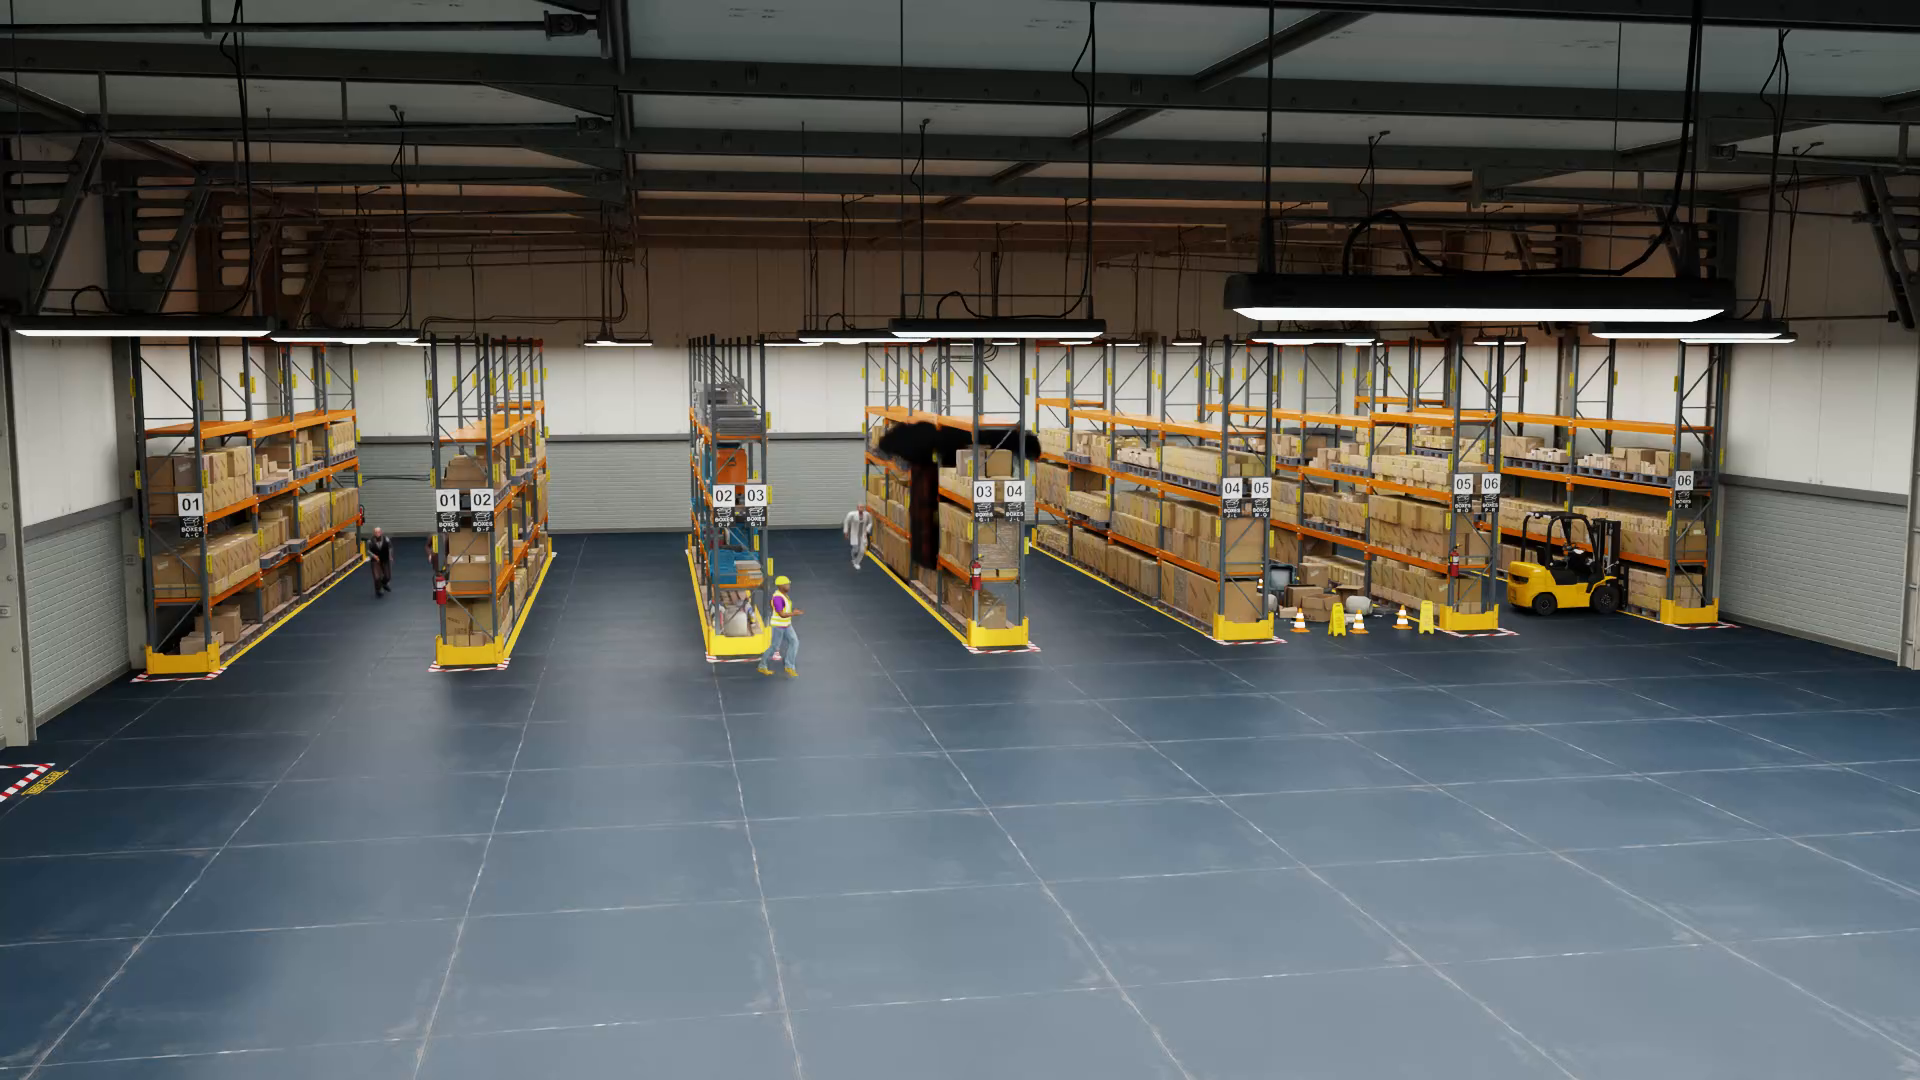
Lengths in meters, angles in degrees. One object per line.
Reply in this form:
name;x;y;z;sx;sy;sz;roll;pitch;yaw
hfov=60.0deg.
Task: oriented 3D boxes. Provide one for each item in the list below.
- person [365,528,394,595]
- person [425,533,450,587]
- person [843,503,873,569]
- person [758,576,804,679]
person;-13.497;0.500;38.676;0.645;1.612;0.758;-3;7;-27
person;-12.016;0.465;38.580;0.728;1.734;0.721;-3;7;-22
person;-2.543;-0.123;41.444;0.714;1.654;0.708;-3;7;-22
person;-3.115;1.534;28.970;0.856;1.824;0.653;2;7;15
